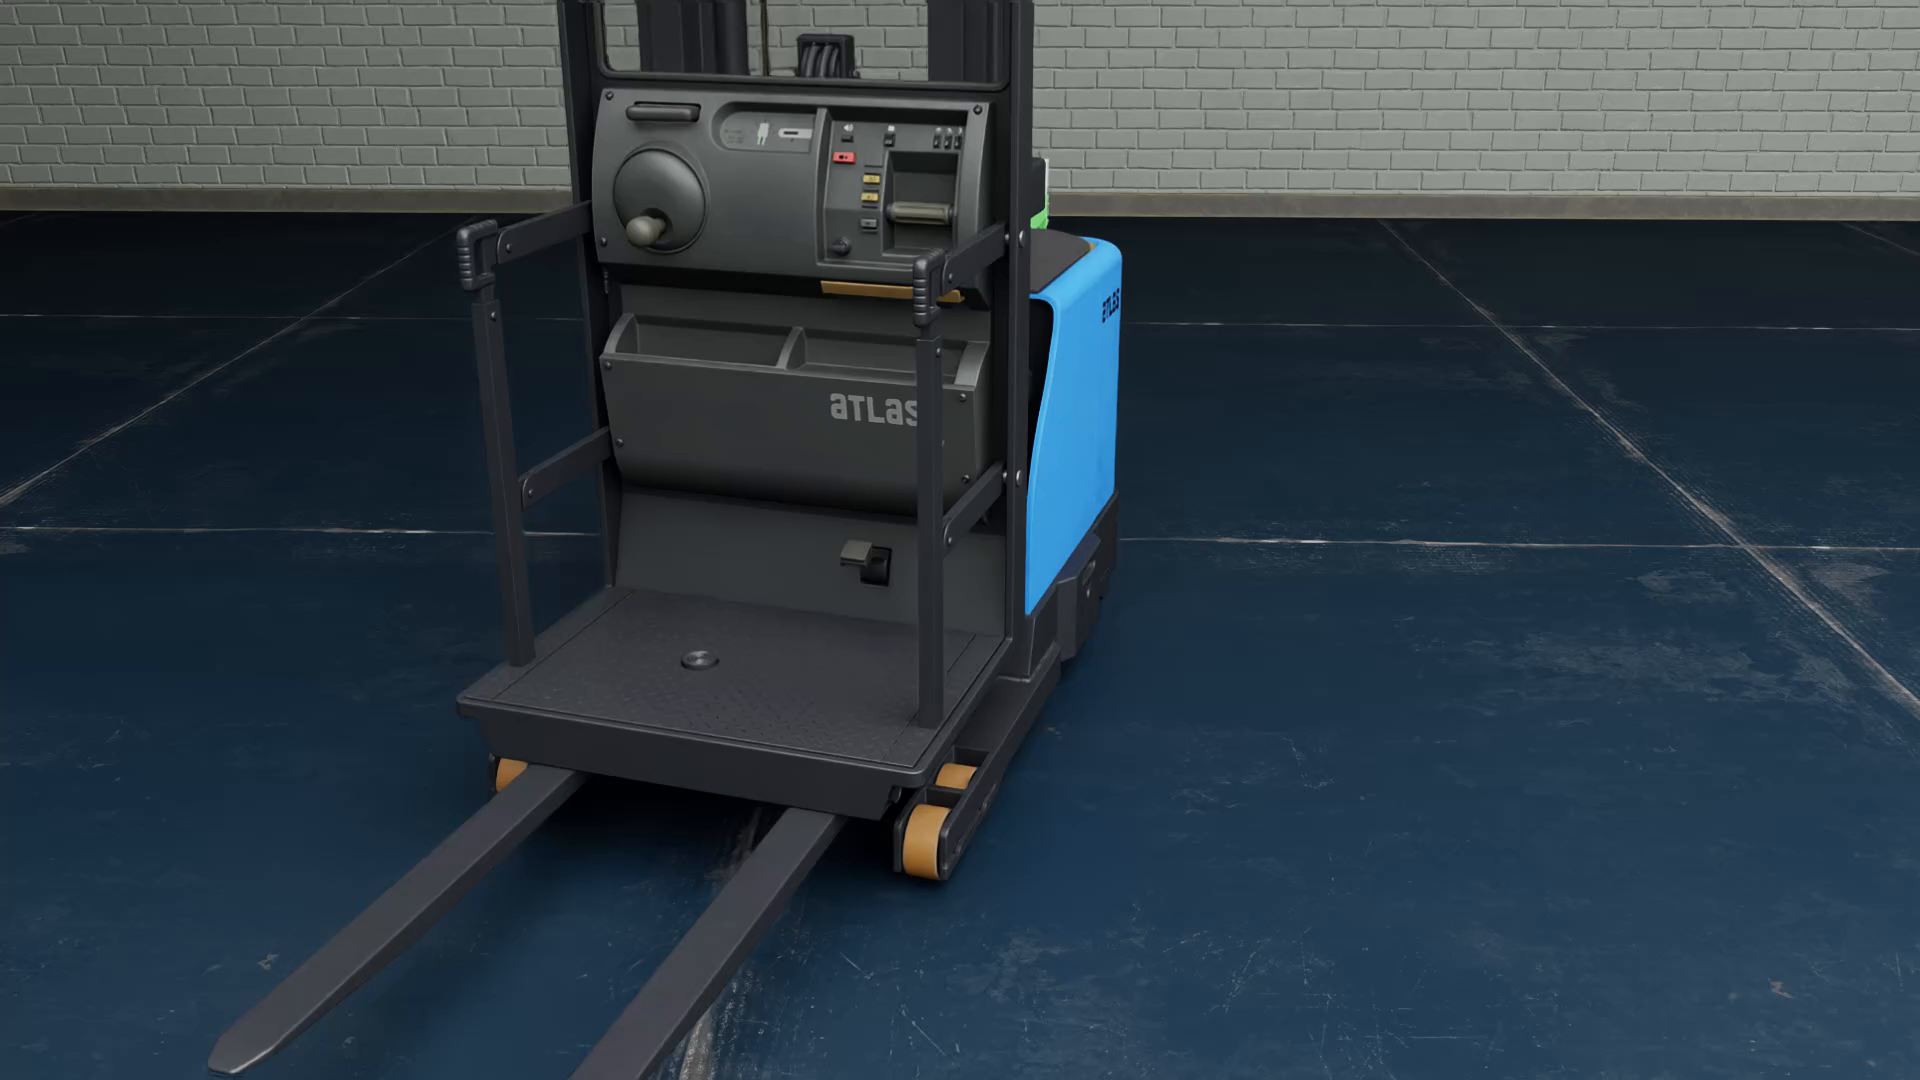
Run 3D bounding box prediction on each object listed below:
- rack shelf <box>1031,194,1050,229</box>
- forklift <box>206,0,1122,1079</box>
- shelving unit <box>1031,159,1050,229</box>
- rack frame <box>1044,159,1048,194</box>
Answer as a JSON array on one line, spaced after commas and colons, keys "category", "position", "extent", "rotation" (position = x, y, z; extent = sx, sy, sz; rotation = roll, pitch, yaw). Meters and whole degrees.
[{"category": "rack shelf", "position": [0.123, -0.983, 5.254], "extent": [0.258, 0.148, 0.480], "rotation": [4, 22, 10]}, {"category": "forklift", "position": [-0.451, -0.787, 3.505], "extent": [1.130, 2.935, 3.031], "rotation": [7, 22, 16]}, {"category": "shelving unit", "position": [0.123, -0.595, 5.404], "extent": [0.258, 1.200, 0.503], "rotation": [4, 22, 10]}, {"category": "rack frame", "position": [0.167, -0.682, 5.628], "extent": [0.240, 1.200, 0.015], "rotation": [4, 22, 10]}]
